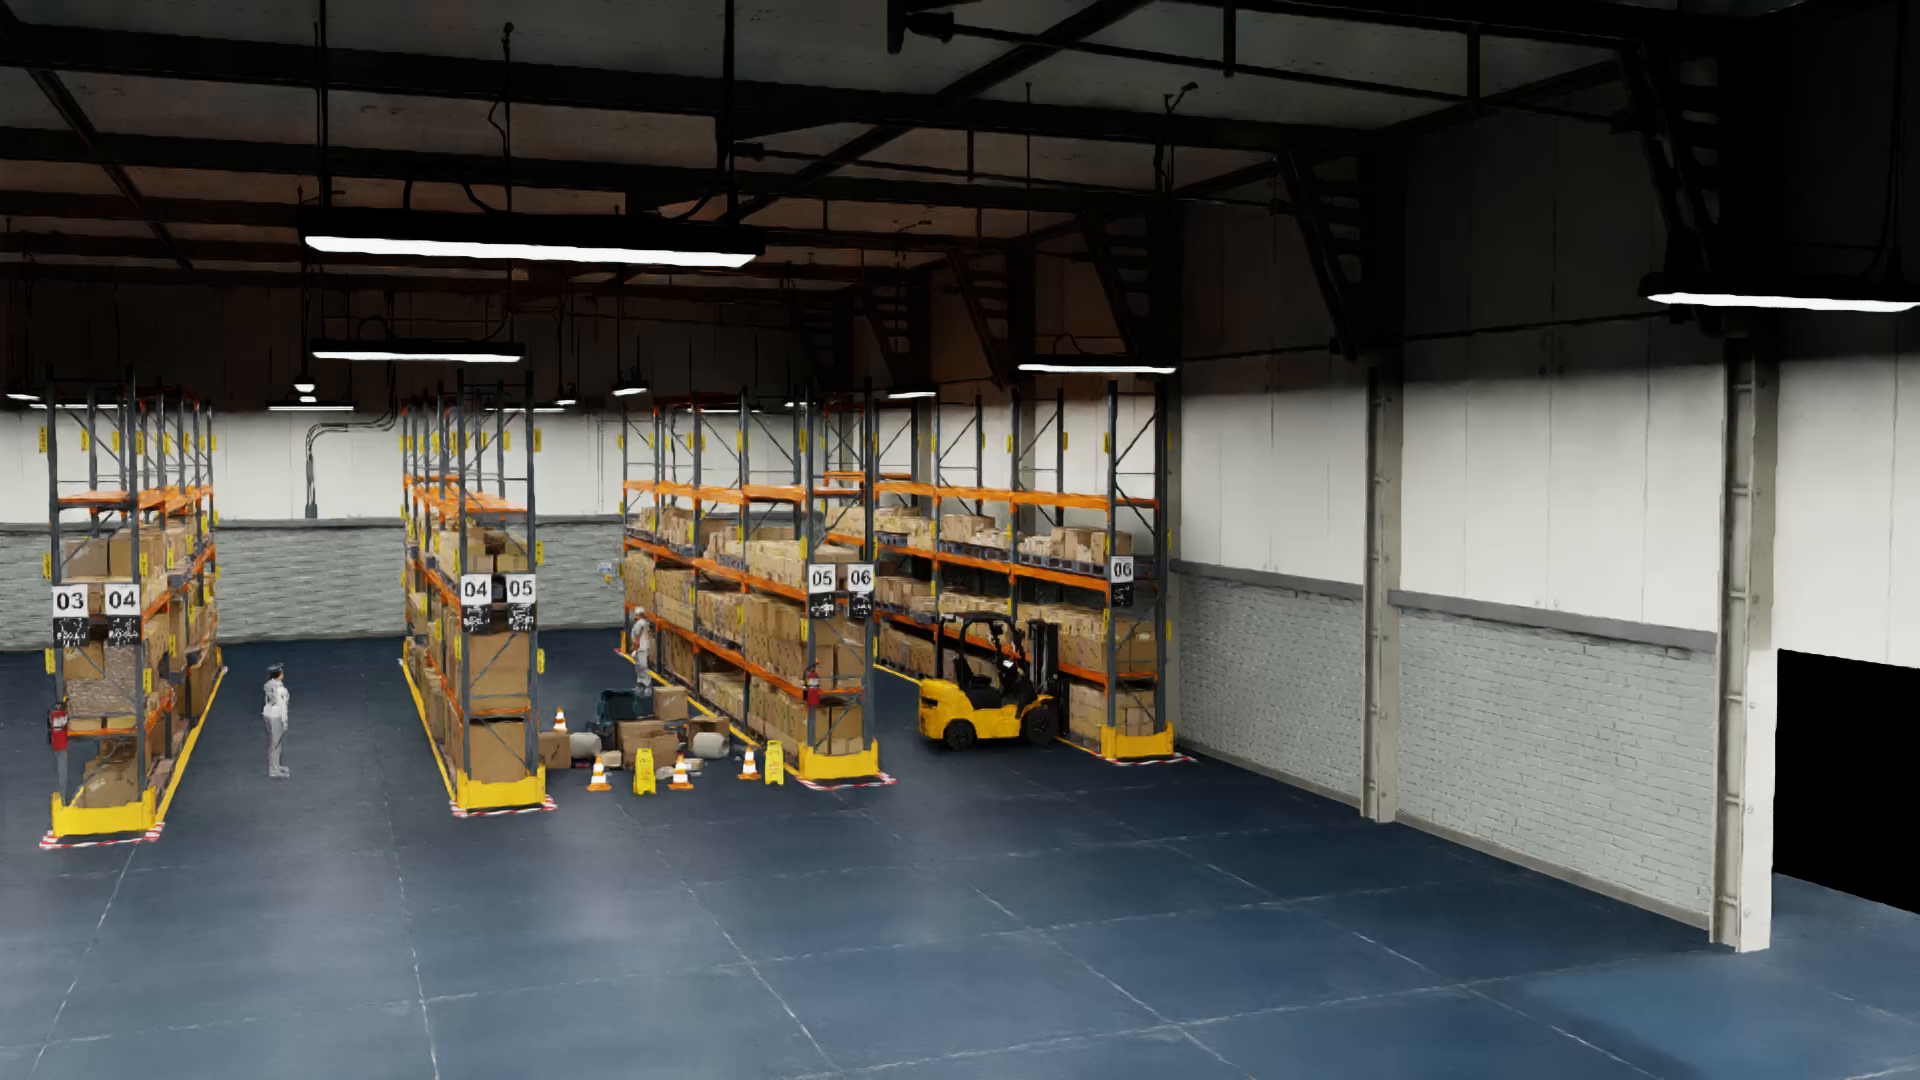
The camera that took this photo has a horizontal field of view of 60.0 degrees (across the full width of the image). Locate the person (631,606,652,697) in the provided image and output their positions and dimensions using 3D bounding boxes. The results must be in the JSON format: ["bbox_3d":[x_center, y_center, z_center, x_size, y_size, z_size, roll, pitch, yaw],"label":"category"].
[{"bbox_3d":[-6.328,2.182,32.764,0.581,1.785,0.664,0,3,0],"label":"person"}]

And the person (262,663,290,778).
[{"bbox_3d":[-10.226,2.690,24.959,0.553,1.684,0.433,3,4,41],"label":"person"}]
